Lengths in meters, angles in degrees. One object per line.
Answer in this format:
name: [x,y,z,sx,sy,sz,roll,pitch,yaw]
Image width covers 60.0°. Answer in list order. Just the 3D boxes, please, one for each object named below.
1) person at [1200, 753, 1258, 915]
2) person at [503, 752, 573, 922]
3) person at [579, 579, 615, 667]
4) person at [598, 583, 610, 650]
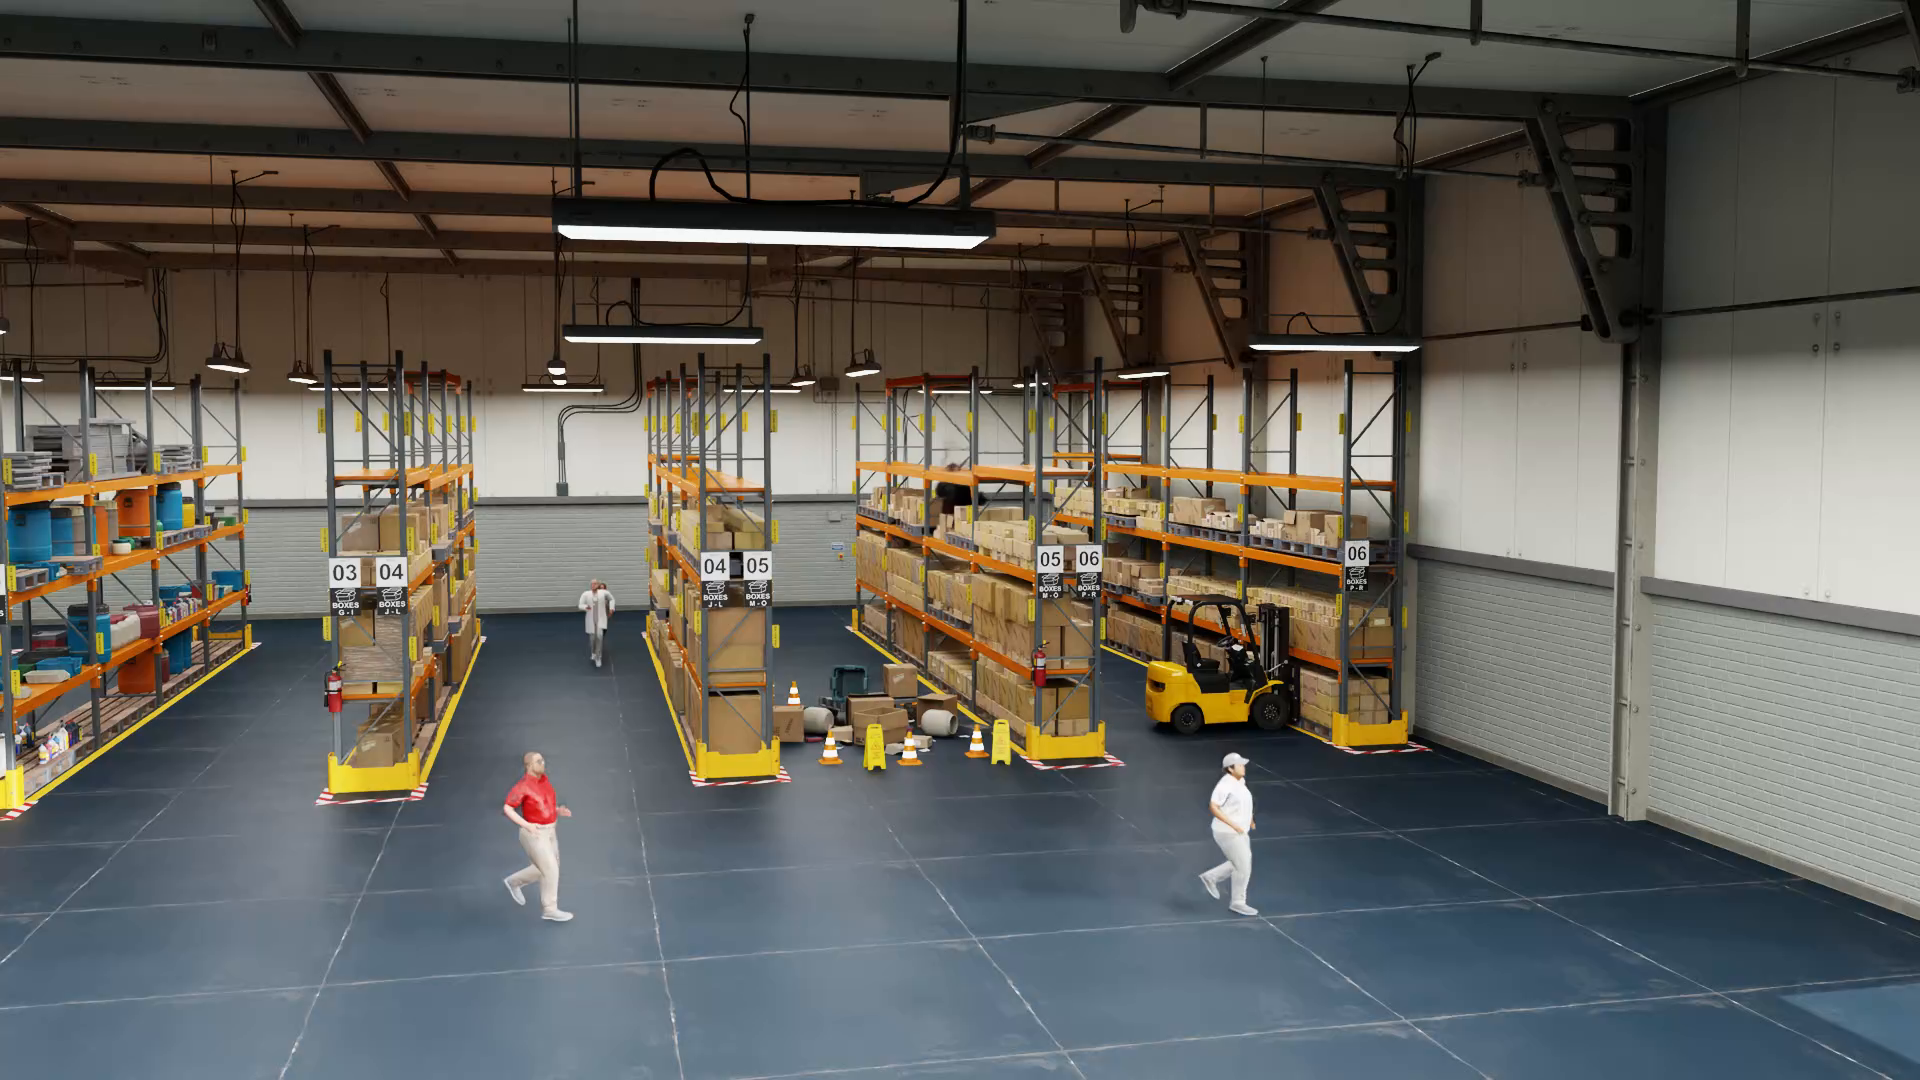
person: [2.751,3.004,17.102,0.659,1.650,0.614,2,4,28]
person: [-4.302,2.985,16.836,0.830,1.687,0.675,1,4,15]
person: [-7.582,1.712,34.703,0.725,1.815,0.963,0,4,-5]
person: [-7.877,1.682,36.512,0.534,1.524,0.819,-1,4,-20]
